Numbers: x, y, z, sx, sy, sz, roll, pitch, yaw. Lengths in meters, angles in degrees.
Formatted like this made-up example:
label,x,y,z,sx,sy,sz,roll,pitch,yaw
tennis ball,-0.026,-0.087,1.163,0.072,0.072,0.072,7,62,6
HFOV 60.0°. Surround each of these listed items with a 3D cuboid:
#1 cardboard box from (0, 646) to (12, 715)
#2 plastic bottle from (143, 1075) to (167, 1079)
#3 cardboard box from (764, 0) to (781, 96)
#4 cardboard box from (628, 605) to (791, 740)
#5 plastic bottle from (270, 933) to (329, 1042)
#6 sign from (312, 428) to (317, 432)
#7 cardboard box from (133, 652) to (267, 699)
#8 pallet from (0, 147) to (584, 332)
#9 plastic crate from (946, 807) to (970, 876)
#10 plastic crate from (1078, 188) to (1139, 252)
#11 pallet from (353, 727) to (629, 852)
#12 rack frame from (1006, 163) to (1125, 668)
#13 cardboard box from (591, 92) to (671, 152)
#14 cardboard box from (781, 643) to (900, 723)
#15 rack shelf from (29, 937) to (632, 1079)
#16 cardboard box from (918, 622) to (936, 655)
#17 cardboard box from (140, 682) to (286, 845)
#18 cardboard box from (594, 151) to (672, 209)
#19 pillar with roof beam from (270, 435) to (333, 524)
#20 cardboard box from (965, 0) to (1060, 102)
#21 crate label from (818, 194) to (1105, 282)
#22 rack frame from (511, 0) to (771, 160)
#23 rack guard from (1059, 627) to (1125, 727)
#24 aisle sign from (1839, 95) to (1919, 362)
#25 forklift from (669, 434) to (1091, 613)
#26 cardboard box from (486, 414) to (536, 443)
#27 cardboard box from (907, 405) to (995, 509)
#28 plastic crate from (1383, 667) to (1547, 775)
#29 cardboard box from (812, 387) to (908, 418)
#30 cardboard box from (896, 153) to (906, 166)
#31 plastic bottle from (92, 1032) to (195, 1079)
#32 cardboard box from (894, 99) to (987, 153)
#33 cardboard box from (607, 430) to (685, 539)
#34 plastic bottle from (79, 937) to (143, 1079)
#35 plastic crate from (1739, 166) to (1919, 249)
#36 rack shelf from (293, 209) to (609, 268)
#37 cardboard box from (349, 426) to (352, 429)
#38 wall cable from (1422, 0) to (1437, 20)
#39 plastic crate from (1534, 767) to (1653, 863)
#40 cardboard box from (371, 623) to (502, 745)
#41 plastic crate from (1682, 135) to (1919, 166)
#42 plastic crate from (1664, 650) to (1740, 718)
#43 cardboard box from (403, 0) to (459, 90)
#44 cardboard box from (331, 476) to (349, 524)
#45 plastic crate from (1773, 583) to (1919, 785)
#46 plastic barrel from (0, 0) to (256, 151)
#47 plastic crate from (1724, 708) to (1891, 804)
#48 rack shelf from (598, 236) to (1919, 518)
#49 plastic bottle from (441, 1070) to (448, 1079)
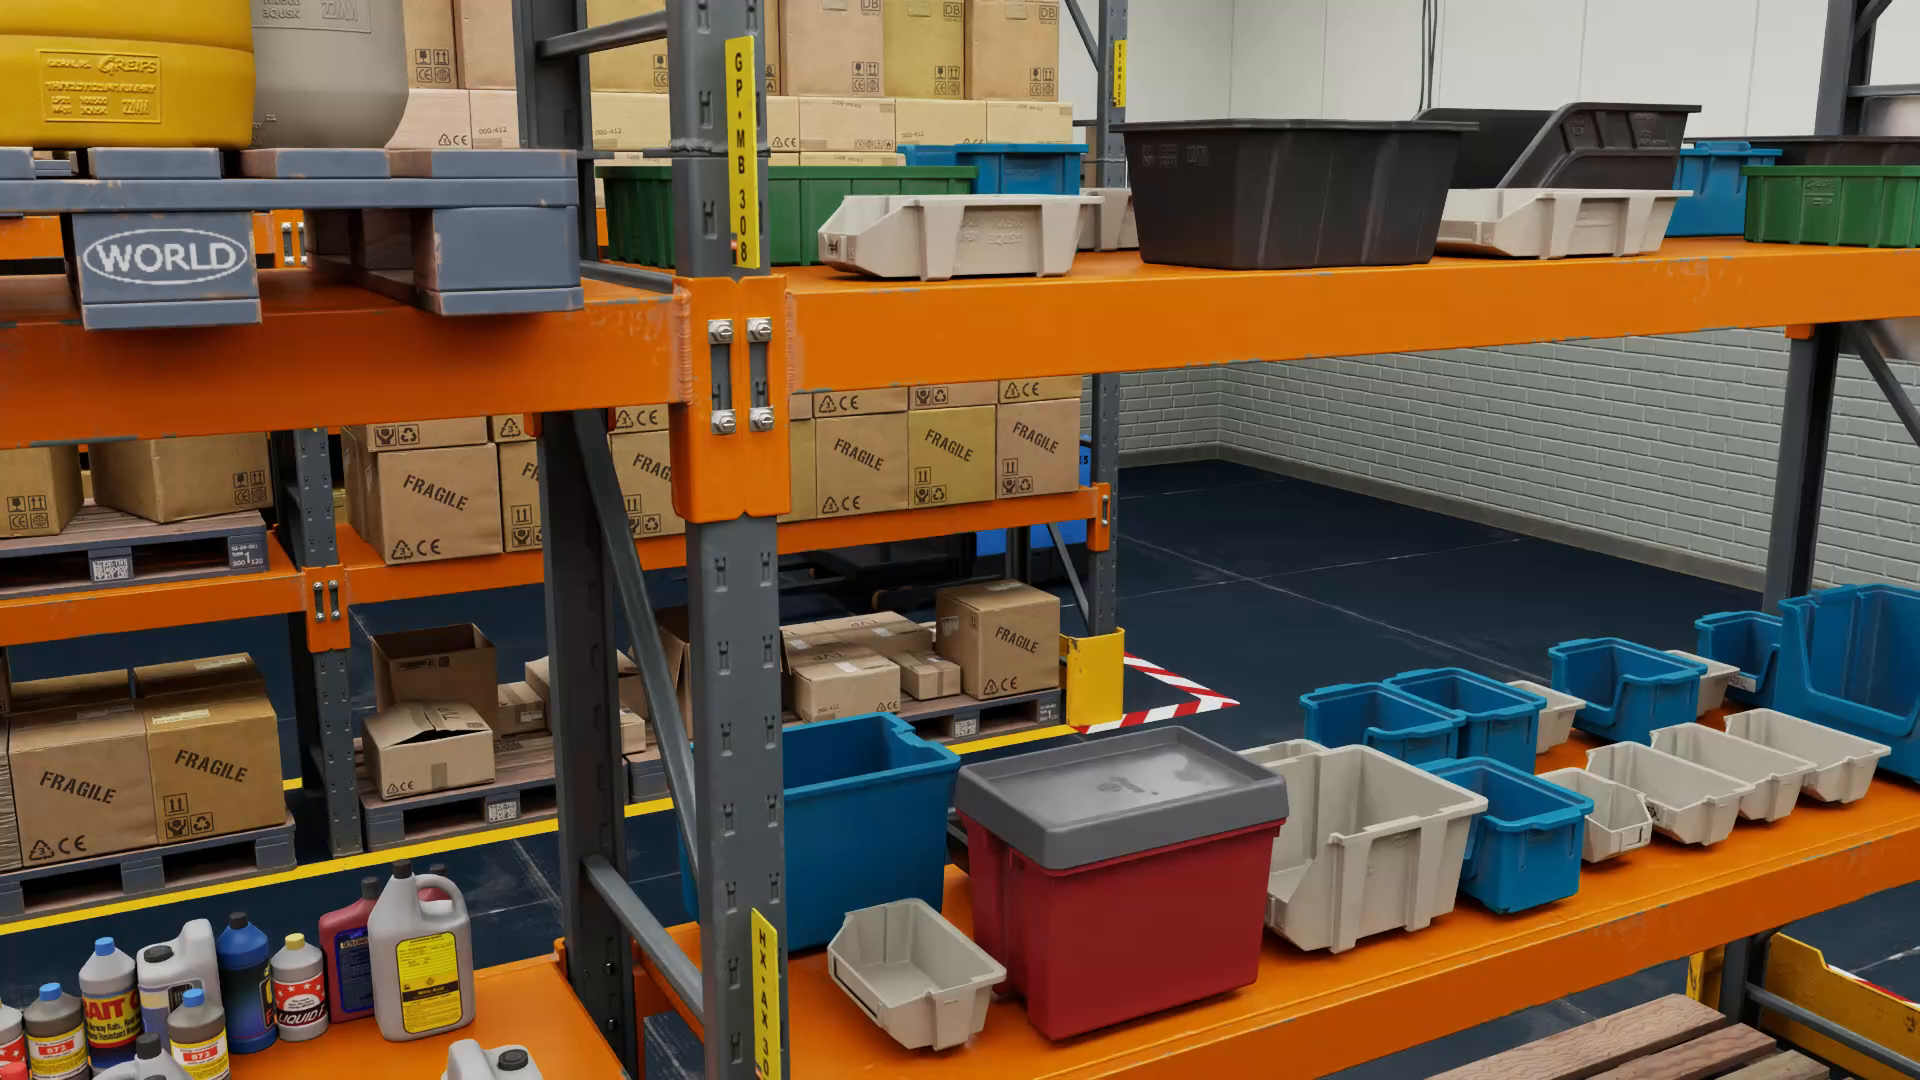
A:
label,x,y,z,sx,sy,sz,roll,pitch,yaw
cardboard box,-4.368,0.593,7.125,0.500,0.250,0.500,-7,14,-28
plastic bottle,-1.229,0.984,2.519,0.185,0.351,0.144,-7,14,-28
cardboard box,-1.232,-2.375,7.992,0.500,0.500,0.700,-7,14,-28
cardboard box,-1.302,0.650,8.575,0.637,0.503,0.797,-7,14,-28
plastic bottle,-1.315,0.883,3.307,0.097,0.201,0.097,0,13,0
sign,-2.680,-0.613,6.866,0.005,0.325,0.100,-7,14,-28
cardboard box,-3.490,0.854,7.675,0.500,0.500,0.500,-8,15,-30
pallet,-1.220,-0.470,2.464,1.003,0.211,1.213,-7,14,-28
plastic crate,0.275,0.735,4.000,0.590,0.125,0.437,-7,14,-28
plastic crate,0.355,-0.742,3.843,0.466,0.136,0.293,-7,14,-28
pallet,-2.346,1.133,8.093,1.213,0.211,1.003,-7,14,-28
rack frame,0.562,-0.576,9.336,0.127,3.000,1.000,-7,14,-28
cardboard box,-1.520,-1.896,7.572,0.500,0.250,0.500,-7,14,-28
cardboard box,-0.645,0.750,8.706,0.500,0.250,0.500,-7,14,-28
rack shelf,-2.334,1.361,2.367,4.000,0.370,1.077,-7,14,-28
cardboard box,-0.190,0.596,9.581,0.250,0.166,0.380,-7,14,-28
cardboard box,-3.245,0.957,7.217,0.500,0.500,0.500,-7,14,-28
cardboard box,-1.523,-1.653,7.632,0.500,0.250,0.500,-7,14,-28
pillar with roof beam,-3.063,-3.447,8.429,0.400,9.000,9.100,-7,14,-28
cardboard box,0.119,-2.519,8.632,0.500,0.500,0.700,-7,14,-28
crate label,-0.011,-0.531,2.904,0.466,0.136,0.293,-7,14,-28
rack frame,-0.579,-2.127,2.564,0.127,3.000,1.000,-7,14,-28
rack guard,0.495,0.652,9.575,0.348,0.500,1.175,-7,14,-28
aisle sign,2.853,-0.954,5.095,0.004,0.787,0.394,-7,14,-28
forklift,-0.530,-1.057,11.630,3.031,2.935,1.130,-7,15,-30
cardboard box,-1.948,-0.741,7.567,0.500,0.500,0.500,-7,15,-30
cardboard box,-0.154,-0.470,8.637,0.500,0.500,0.500,-7,14,-27
plastic crate,1.402,0.533,4.656,0.300,0.233,0.416,-7,14,-28
cardboard box,-0.593,-0.904,8.289,0.500,0.500,0.500,-6,14,-26
cardboard box,-0.207,-1.811,8.333,0.500,0.250,0.500,-7,14,-28
plastic bottle,-1.298,0.956,2.642,0.185,0.351,0.144,-7,14,-28
cardboard box,-0.205,-2.054,8.276,0.500,0.250,0.500,-7,14,-28
cardboard box,-1.483,-0.312,7.934,0.500,0.500,0.500,-7,14,-28
plastic bottle,-1.604,0.883,3.145,0.097,0.271,0.097,0,13,0
plastic crate,2.203,-0.822,4.081,0.336,0.188,0.450,-7,14,-28
rack shelf,-1.193,-1.478,8.151,4.000,0.370,1.077,-7,14,-28
cardboard box,-2.629,-0.795,7.804,0.500,0.500,0.500,-7,14,-28
wall cable,4.617,-5.411,12.726,0.112,2.526,3.097,-7,14,-28
plastic crate,1.558,0.696,4.151,0.250,0.136,0.298,-7,14,-28
cardboard box,-2.585,0.735,8.202,0.500,0.500,0.500,-7,14,-28
plastic crate,2.461,-1.034,4.837,0.590,0.269,0.497,-7,14,-28
plastic crate,2.237,0.459,5.203,0.298,0.136,0.250,-7,14,-28
cardboard box,-2.540,-2.214,7.276,0.500,0.500,0.700,-7,14,-28
cardboard box,-4.620,-0.154,12.197,0.500,0.500,0.700,-7,14,-27
plastic crate,2.728,0.404,4.766,0.499,0.435,0.616,-7,14,-28
plastic barrel,-1.283,-0.825,2.227,0.600,0.588,0.600,0,13,0
plastic crate,2.303,0.599,4.579,0.243,0.136,0.396,-7,14,-28
rack shelf,1.177,-0.523,3.908,4.000,0.370,1.077,-7,14,-28
plastic bottle,-0.846,0.978,2.882,0.097,0.201,0.097,0,13,0
